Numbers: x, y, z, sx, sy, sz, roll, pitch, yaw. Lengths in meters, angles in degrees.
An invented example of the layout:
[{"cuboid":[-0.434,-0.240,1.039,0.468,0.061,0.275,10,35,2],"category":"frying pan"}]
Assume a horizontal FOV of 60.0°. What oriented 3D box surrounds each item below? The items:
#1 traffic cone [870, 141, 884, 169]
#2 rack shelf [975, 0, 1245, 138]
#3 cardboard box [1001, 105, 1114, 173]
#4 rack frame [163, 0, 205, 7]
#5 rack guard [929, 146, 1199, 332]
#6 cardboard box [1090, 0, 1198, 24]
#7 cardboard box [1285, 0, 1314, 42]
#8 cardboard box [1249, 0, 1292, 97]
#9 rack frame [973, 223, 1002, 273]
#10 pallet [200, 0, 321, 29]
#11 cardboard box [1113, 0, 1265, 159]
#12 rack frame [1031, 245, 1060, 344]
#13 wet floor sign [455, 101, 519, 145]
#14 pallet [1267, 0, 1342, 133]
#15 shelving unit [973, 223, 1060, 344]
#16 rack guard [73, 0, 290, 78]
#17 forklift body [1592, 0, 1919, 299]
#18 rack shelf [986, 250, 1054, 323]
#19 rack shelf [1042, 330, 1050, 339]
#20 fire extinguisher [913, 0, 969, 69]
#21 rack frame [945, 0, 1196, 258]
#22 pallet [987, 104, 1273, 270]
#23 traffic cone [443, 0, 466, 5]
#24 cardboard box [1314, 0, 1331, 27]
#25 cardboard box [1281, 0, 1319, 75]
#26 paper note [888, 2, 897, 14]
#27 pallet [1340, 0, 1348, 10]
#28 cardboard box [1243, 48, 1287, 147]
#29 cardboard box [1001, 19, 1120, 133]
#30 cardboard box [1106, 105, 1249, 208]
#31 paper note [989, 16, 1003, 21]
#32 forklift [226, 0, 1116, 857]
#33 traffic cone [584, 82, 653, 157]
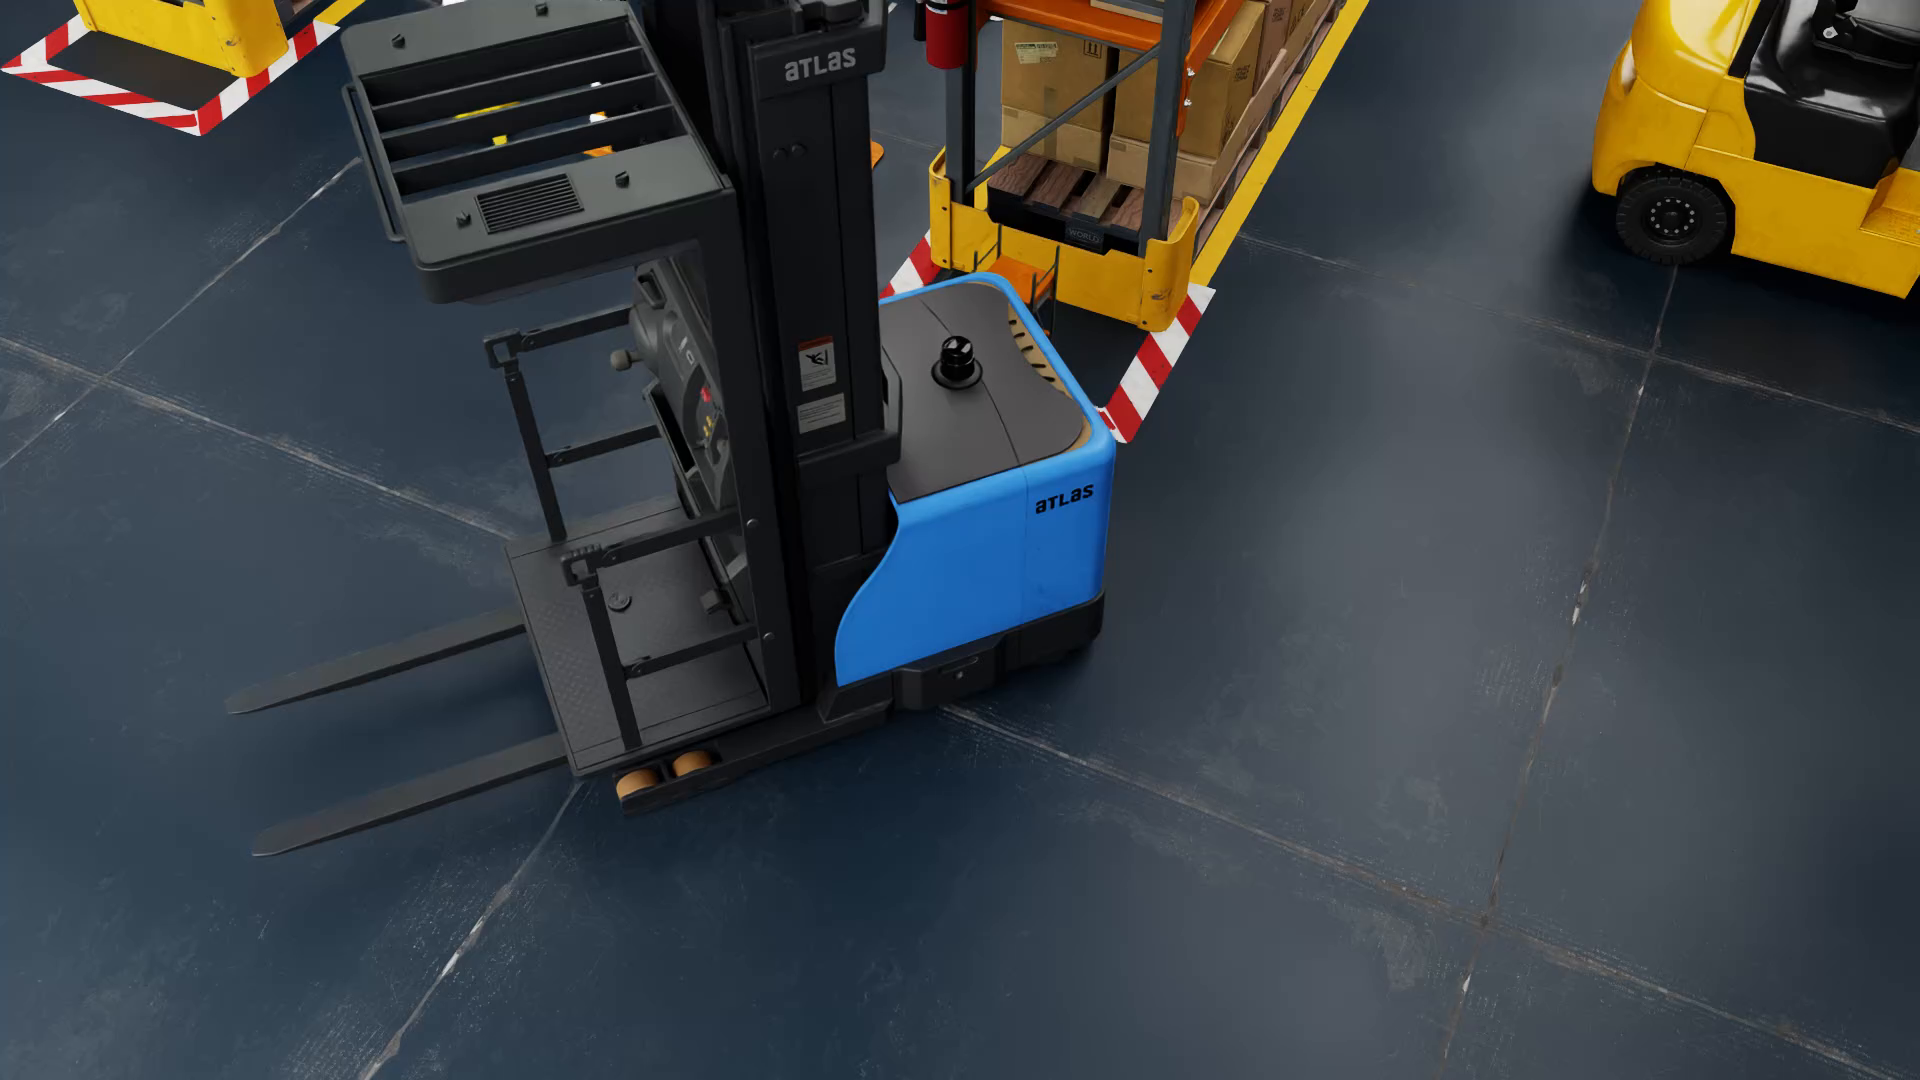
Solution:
[{"cuboid":[-0.570,-2.023,7.982,0.336,0.463,0.334,20,52,16],"category":"traffic cone"},{"cuboid":[1.267,-3.273,7.853,1.077,0.370,4.000,20,52,16],"category":"rack shelf"},{"cuboid":[0.525,-2.035,7.857,0.500,0.250,0.500,20,52,16],"category":"cardboard box"},{"cuboid":[-4.106,-3.670,7.718,1.000,3.000,0.127,20,52,16],"category":"rack frame"},{"cuboid":[0.445,-1.371,7.404,1.175,0.500,0.348,20,52,16],"category":"rack guard"},{"cuboid":[0.745,-2.214,6.644,0.380,0.149,0.250,20,52,16],"category":"cardboard box"},{"cuboid":[1.458,-2.803,8.018,0.500,0.500,0.500,21,53,17],"category":"cardboard box"},{"cuboid":[1.236,-2.460,7.726,0.500,0.500,0.500,18,52,15],"category":"cardboard box"},{"cuboid":[0.094,-0.761,6.519,0.008,1.050,0.200,24,52,19],"category":"rack frame"},{"cuboid":[-3.835,-3.342,9.271,1.003,0.211,1.213,20,52,16],"category":"pallet"},{"cuboid":[1.017,-2.099,7.419,0.500,0.500,0.500,18,52,15],"category":"cardboard box"},{"cuboid":[0.306,-0.668,6.440,0.008,1.050,0.200,24,52,19],"category":"rack frame"},{"cuboid":[-2.328,-2.243,8.050,0.267,0.644,0.232,12,51,10],"category":"wet floor sign"},{"cuboid":[1.347,-2.663,8.692,1.003,0.211,1.213,20,52,16],"category":"pallet"},{"cuboid":[0.200,-0.715,6.479,0.252,1.050,0.215,24,52,19],"category":"shelving unit"},{"cuboid":[-4.116,-2.843,8.656,1.175,0.500,0.348,20,52,16],"category":"rack guard"},{"cuboid":[4.063,-2.141,6.974,2.313,2.155,1.214,20,52,16],"category":"forklift body"},{"cuboid":[0.205,-0.898,6.276,0.240,0.259,0.215,24,52,19],"category":"rack shelf"},{"cuboid":[0.200,-0.708,6.487,0.240,0.259,0.215,24,52,19],"category":"rack shelf"},{"cuboid":[-0.053,-2.175,6.497,0.296,0.674,0.183,20,52,16],"category":"fire extinguisher"},{"cuboid":[0.413,-2.129,6.407,1.000,3.000,0.127,20,52,16],"category":"rack frame"},{"cuboid":[0.824,-1.826,7.980,1.003,0.211,1.213,20,52,16],"category":"pallet"},{"cuboid":[-2.595,-2.751,8.603,0.336,0.463,0.334,20,52,16],"category":"traffic cone"},{"cuboid":[1.672,-2.915,8.606,0.500,0.250,0.500,21,53,17],"category":"cardboard box"},{"cuboid":[1.454,-2.568,8.311,0.500,0.250,0.500,23,53,18],"category":"cardboard box"},{"cuboid":[-0.380,-2.877,9.007,0.032,0.001,0.123,20,52,16],"category":"paper note"},{"cuboid":[1.867,-3.506,9.410,1.003,0.211,1.213,20,52,16],"category":"pallet"},{"cuboid":[1.232,-2.188,7.987,0.500,0.250,0.500,22,53,17],"category":"cardboard box"},{"cuboid":[0.519,-2.253,7.550,0.500,0.500,0.500,20,53,16],"category":"cardboard box"},{"cuboid":[1.007,-1.839,7.690,0.500,0.250,0.500,19,52,16],"category":"cardboard box"},{"cuboid":[0.203,-2.852,8.971,0.142,0.019,0.148,4,50,3],"category":"paper note"},{"cuboid":[-1.036,-0.464,5.035,3.031,2.935,1.130,-18,52,-15],"category":"forklift"},{"cuboid":[-1.719,-2.150,8.090,0.336,0.463,0.334,20,52,16],"category":"traffic cone"}]
